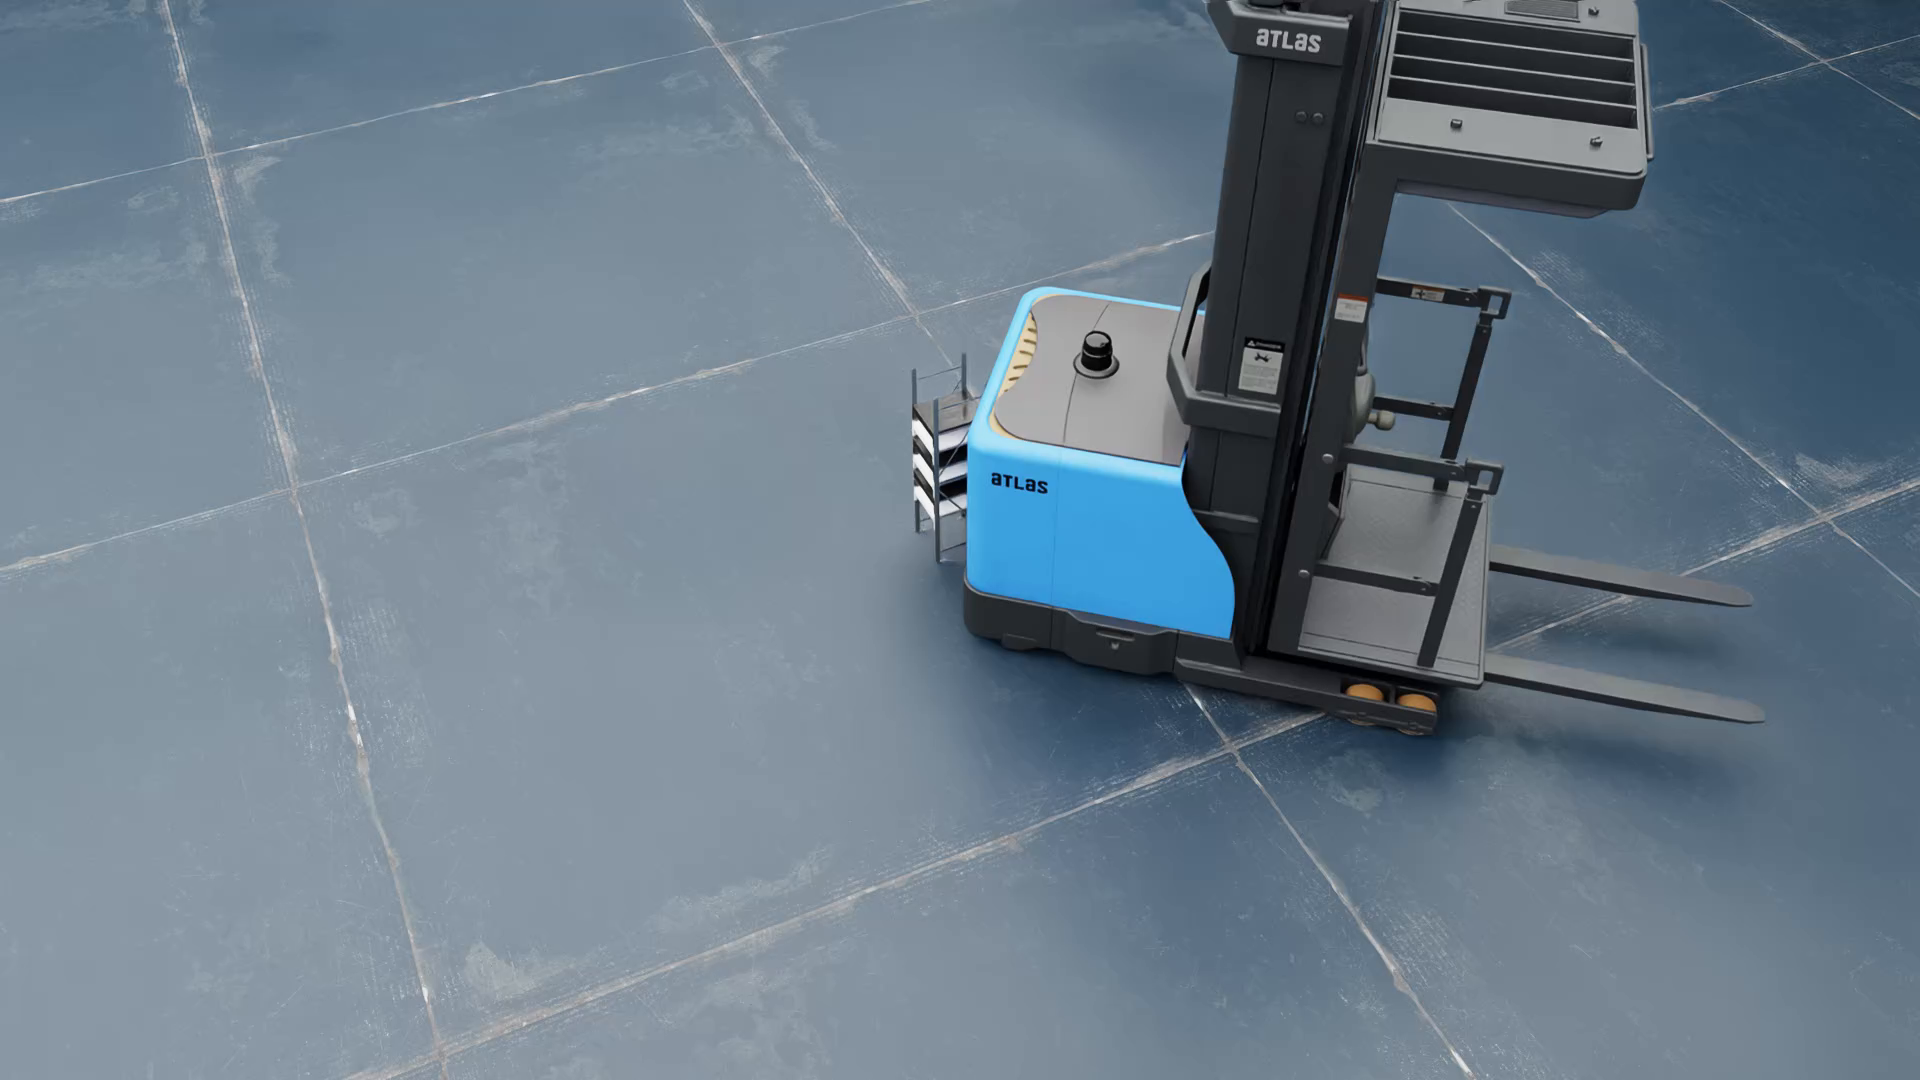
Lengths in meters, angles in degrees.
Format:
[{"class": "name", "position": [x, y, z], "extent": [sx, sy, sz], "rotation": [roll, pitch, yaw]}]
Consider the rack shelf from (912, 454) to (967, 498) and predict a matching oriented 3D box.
[{"class": "rack shelf", "position": [-0.039, -0.298, 6.828], "extent": [0.258, 0.077, 0.200], "rotation": [-19, 48, -18]}]

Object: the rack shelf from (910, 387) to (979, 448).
[{"class": "rack shelf", "position": [-0.039, -0.490, 6.638], "extent": [0.258, 0.077, 0.200], "rotation": [-19, 48, -18]}]

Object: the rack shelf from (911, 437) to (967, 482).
[{"class": "rack shelf", "position": [-0.039, -0.362, 6.765], "extent": [0.258, 0.077, 0.200], "rotation": [-19, 48, -18]}]

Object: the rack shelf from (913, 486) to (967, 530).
[{"class": "rack shelf", "position": [-0.039, -0.170, 6.954], "extent": [0.258, 0.077, 0.200], "rotation": [-19, 48, -18]}]

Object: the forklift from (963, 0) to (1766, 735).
[{"class": "forklift", "position": [1.588, -0.713, 5.754], "extent": [3.031, 2.935, 1.130], "rotation": [10, 46, 10]}]

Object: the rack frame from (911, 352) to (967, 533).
[{"class": "rack frame", "position": [-0.083, -0.386, 6.870], "extent": [0.240, 0.900, 0.006], "rotation": [-19, 48, -18]}]

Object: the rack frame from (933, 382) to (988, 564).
[{"class": "rack frame", "position": [0.005, -0.257, 6.739], "extent": [0.240, 0.900, 0.006], "rotation": [-19, 48, -18]}]

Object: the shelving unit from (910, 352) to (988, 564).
[{"class": "shelving unit", "position": [-0.039, -0.322, 6.804], "extent": [0.258, 0.900, 0.210], "rotation": [-19, 48, -18]}]

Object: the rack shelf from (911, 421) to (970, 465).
[{"class": "rack shelf", "position": [-0.039, -0.426, 6.701], "extent": [0.258, 0.077, 0.200], "rotation": [-19, 48, -18]}]

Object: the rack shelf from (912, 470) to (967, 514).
[{"class": "rack shelf", "position": [-0.039, -0.234, 6.891], "extent": [0.258, 0.077, 0.200], "rotation": [-19, 48, -18]}]
